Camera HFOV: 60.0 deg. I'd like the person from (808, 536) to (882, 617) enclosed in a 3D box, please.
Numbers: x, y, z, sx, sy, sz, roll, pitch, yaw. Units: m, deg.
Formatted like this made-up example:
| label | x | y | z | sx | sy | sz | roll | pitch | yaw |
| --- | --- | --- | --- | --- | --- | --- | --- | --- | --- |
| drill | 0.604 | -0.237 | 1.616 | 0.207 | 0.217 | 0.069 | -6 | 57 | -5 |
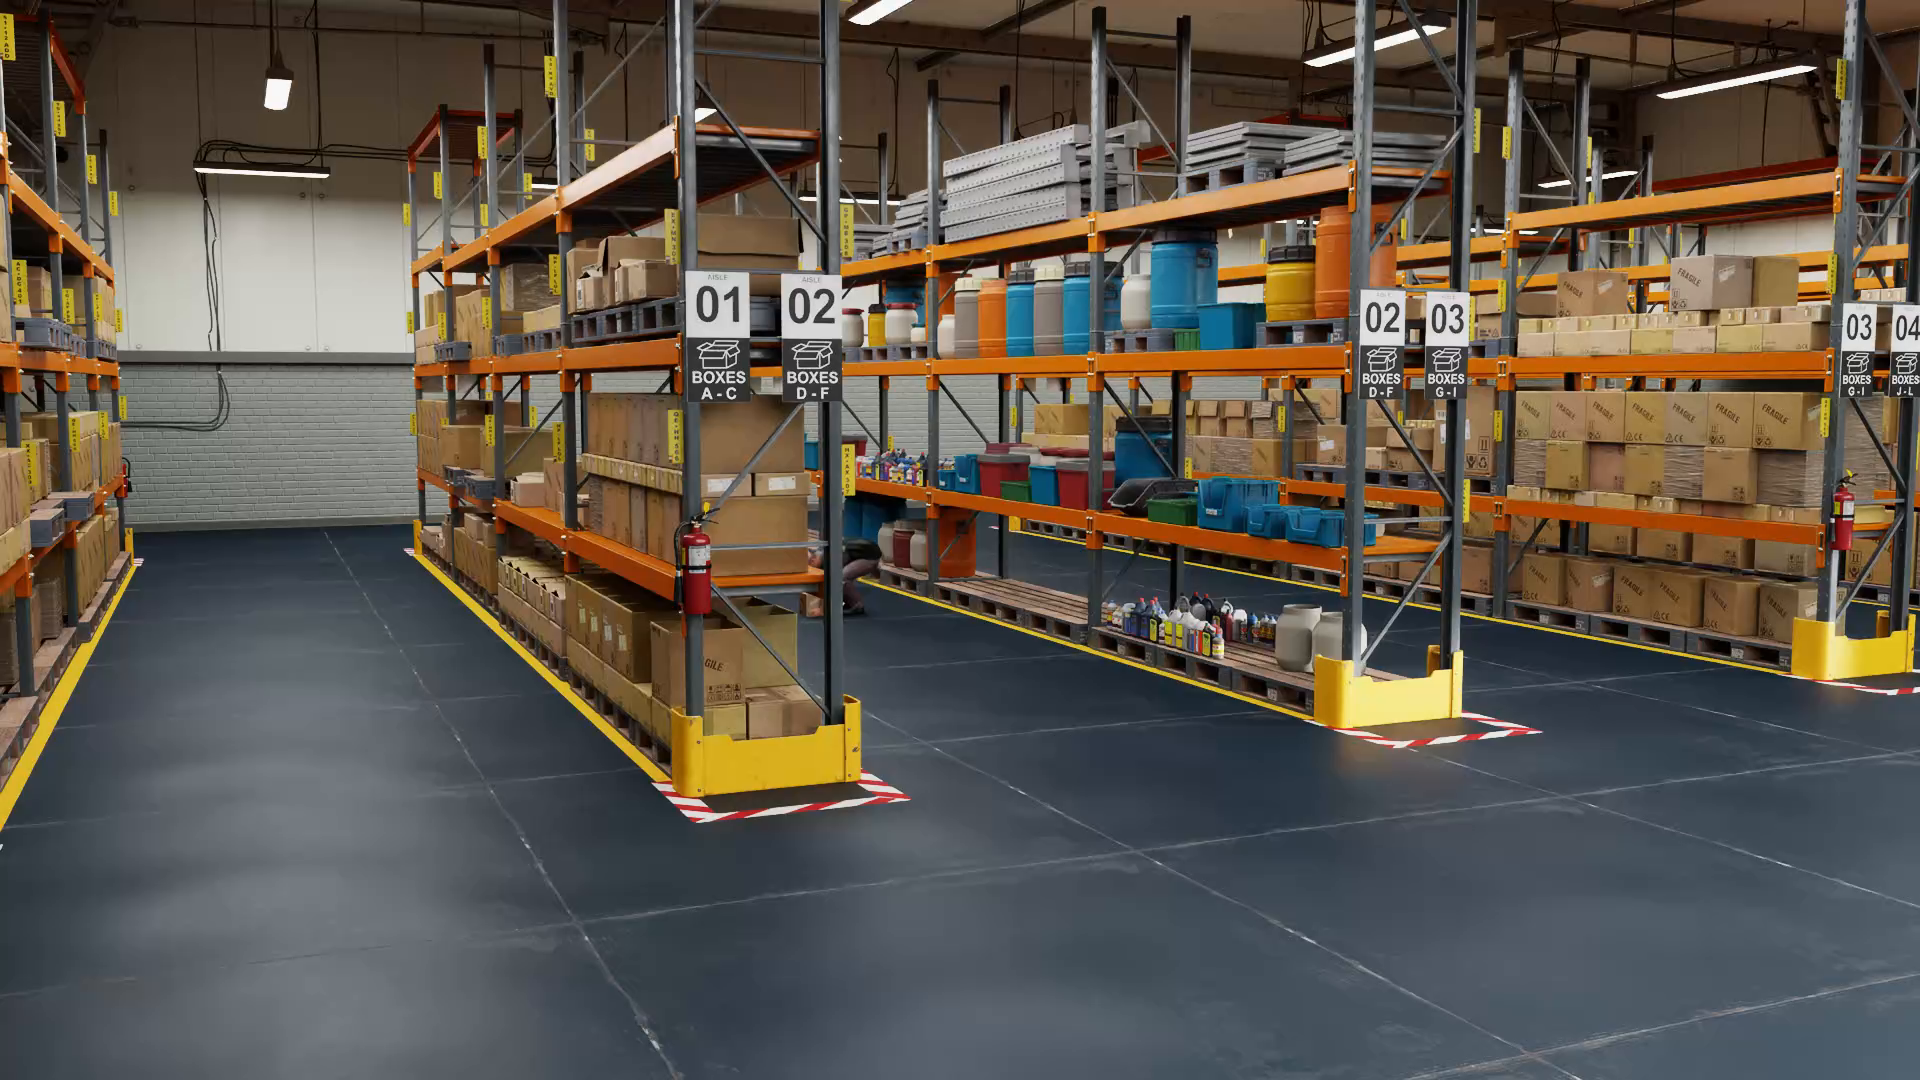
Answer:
| label | x | y | z | sx | sy | sz | roll | pitch | yaw |
| --- | --- | --- | --- | --- | --- | --- | --- | --- | --- |
| person | -1.333 | 0.396 | 18.331 | 0.952 | 0.872 | 0.505 | -3 | 6 | -26 |
